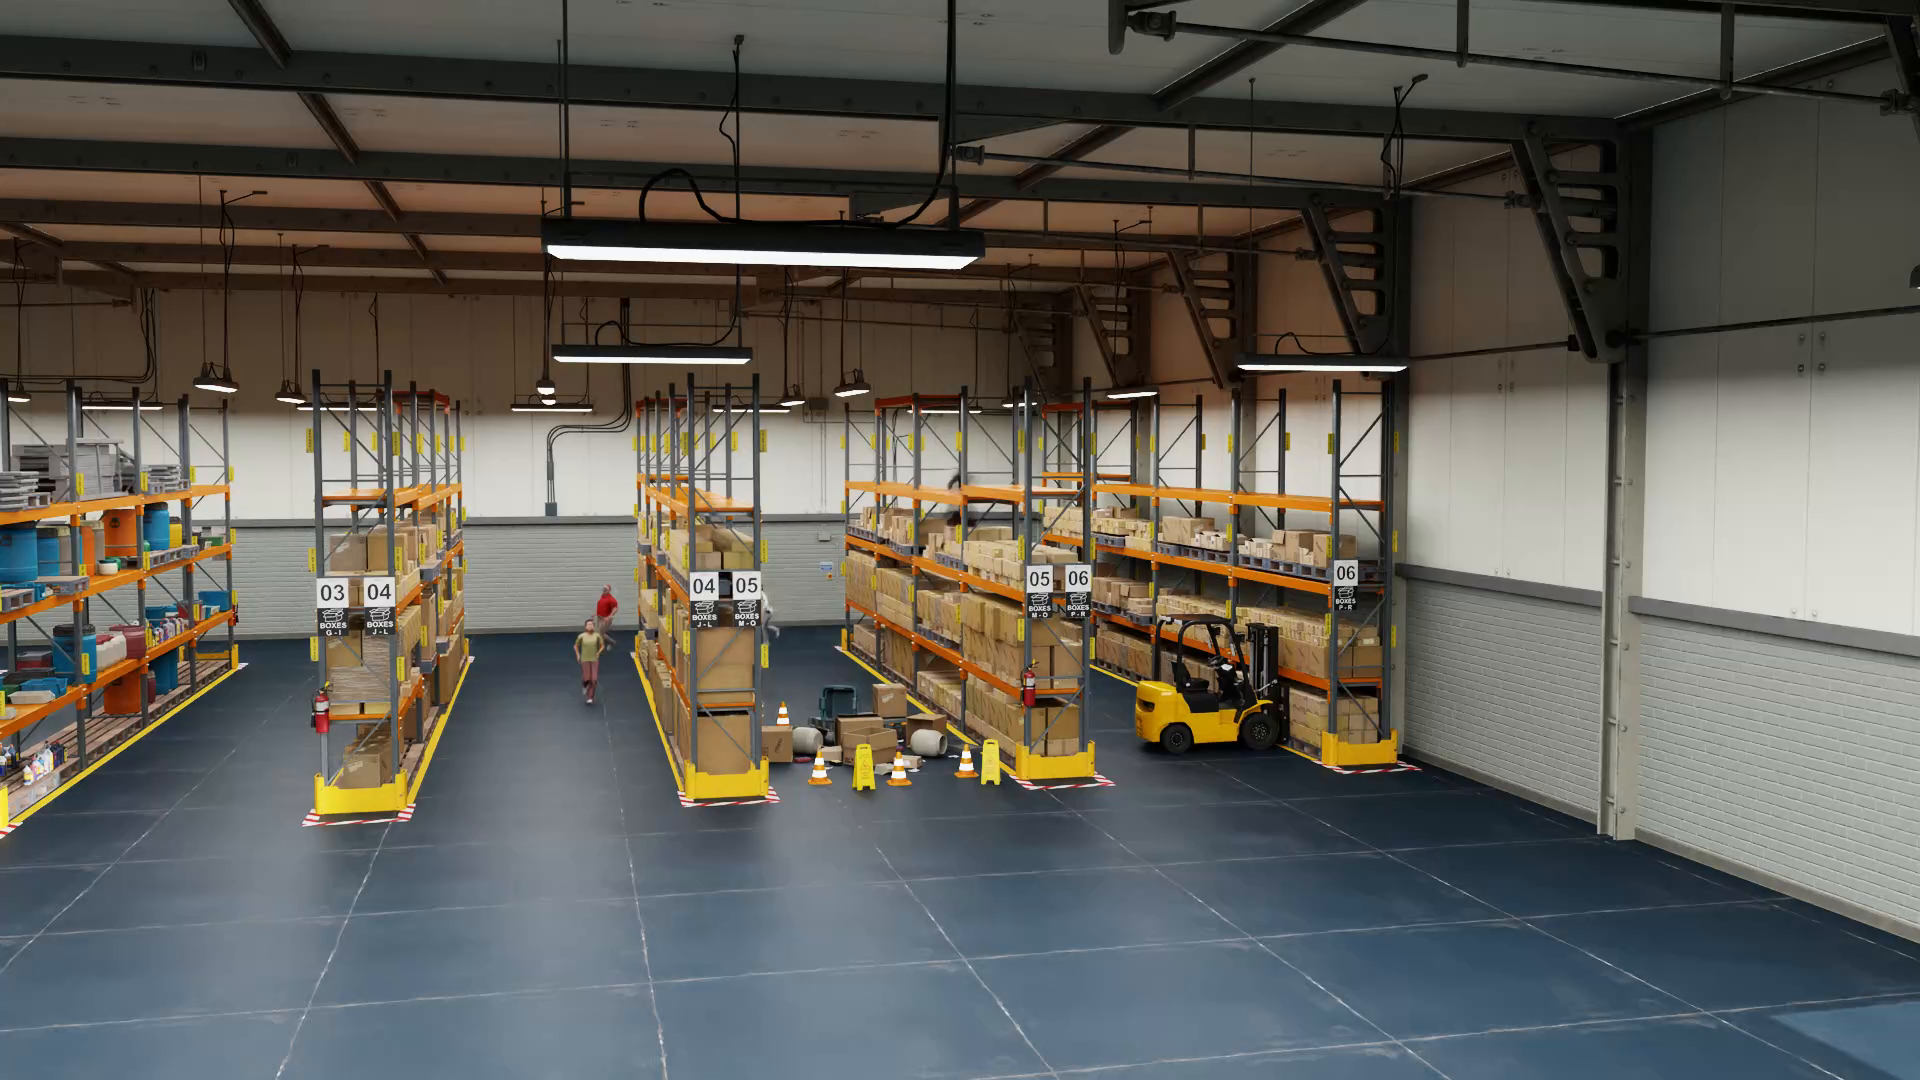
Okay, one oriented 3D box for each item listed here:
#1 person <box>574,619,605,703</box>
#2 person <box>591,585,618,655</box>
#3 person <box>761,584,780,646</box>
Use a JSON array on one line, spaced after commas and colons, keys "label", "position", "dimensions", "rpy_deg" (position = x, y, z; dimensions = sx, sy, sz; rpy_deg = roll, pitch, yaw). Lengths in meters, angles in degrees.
[{"label": "person", "position": [-7.151, 2.339, 32.123], "dimensions": [0.568, 1.621, 0.558], "rpy_deg": [-1, 3, -18]}, {"label": "person", "position": [-8.400, 1.900, 39.444], "dimensions": [0.724, 1.684, 0.559], "rpy_deg": [3, 4, 43]}, {"label": "person", "position": [-4.776, 1.843, 41.144], "dimensions": [0.698, 1.599, 0.609], "rpy_deg": [-1, 4, -24]}]
